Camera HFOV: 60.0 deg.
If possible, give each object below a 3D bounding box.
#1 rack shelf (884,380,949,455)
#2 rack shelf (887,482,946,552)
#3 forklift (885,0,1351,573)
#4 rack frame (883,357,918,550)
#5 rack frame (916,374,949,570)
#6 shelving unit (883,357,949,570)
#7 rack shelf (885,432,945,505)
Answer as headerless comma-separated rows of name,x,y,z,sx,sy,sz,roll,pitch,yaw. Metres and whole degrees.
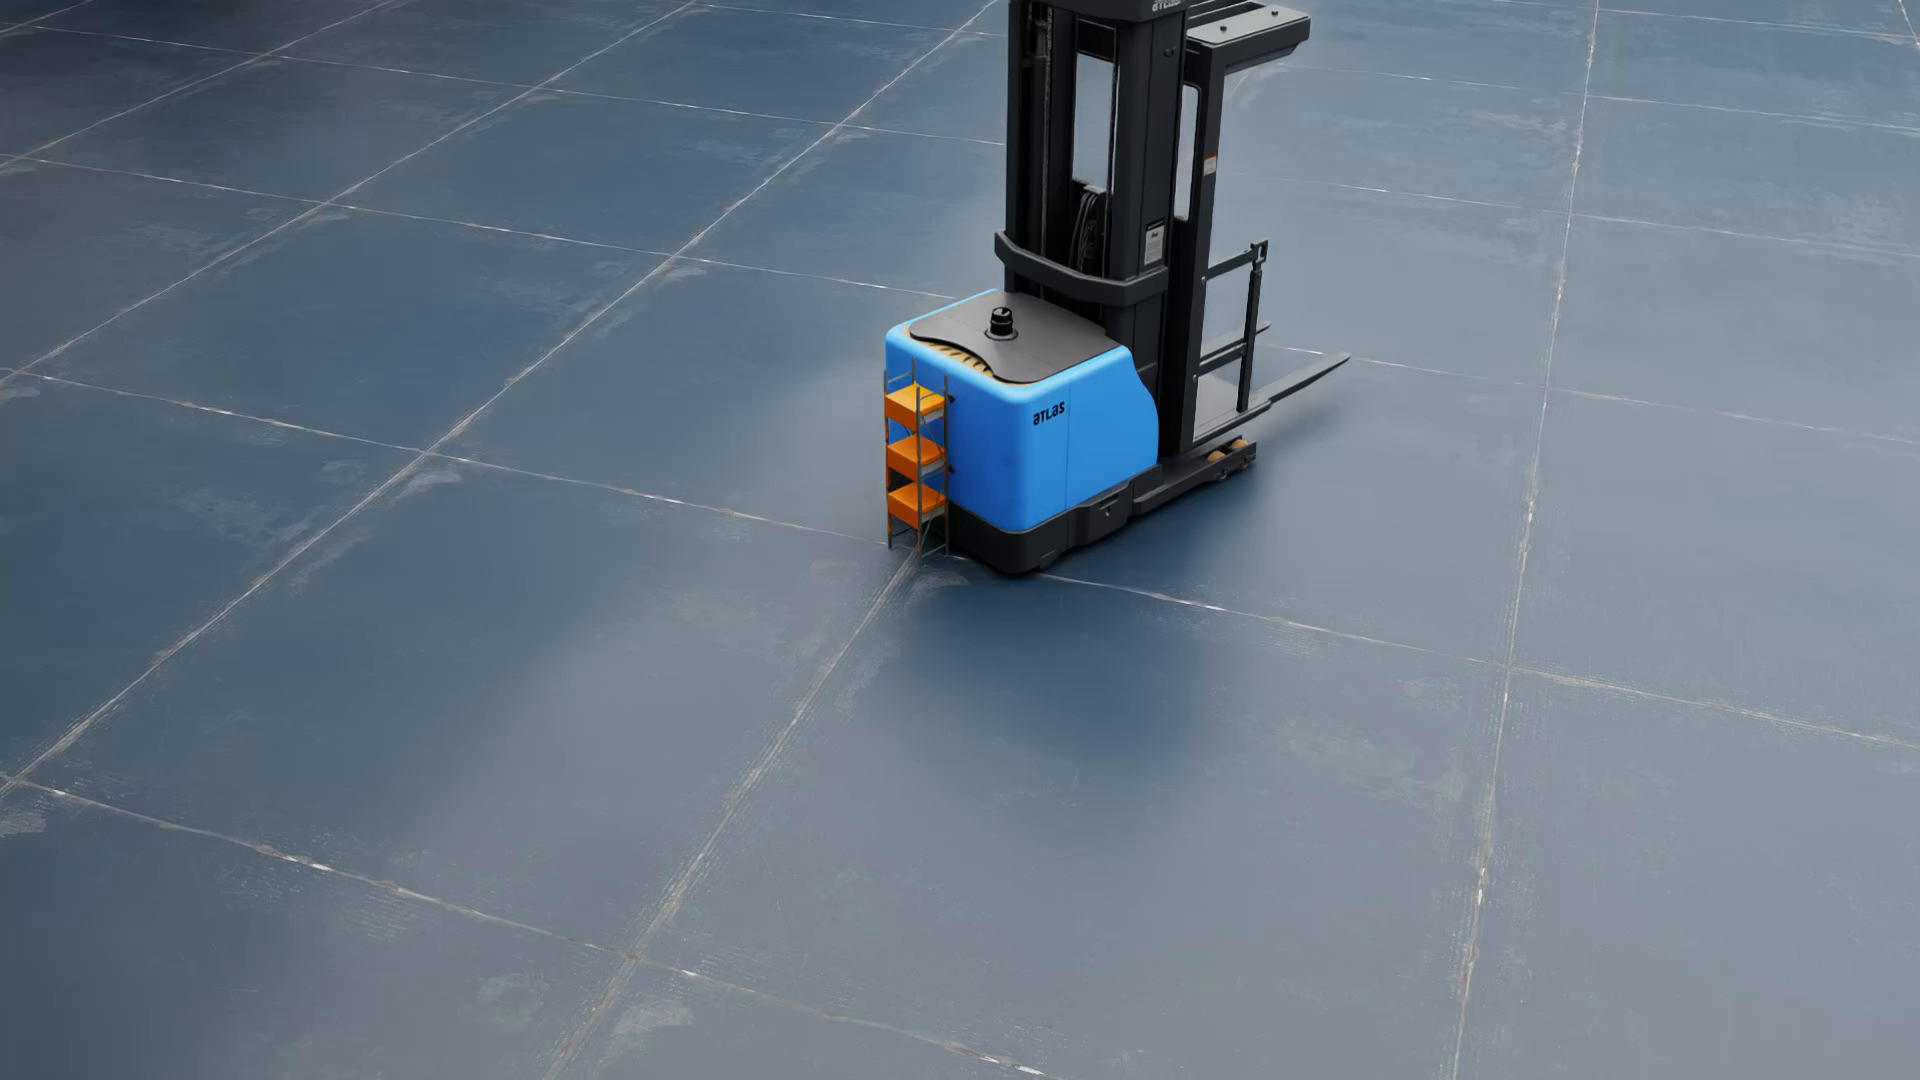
rack shelf,-0.216,-0.604,8.214,0.215,0.259,0.240,-26,41,-35
rack shelf,-0.215,-0.133,8.519,0.215,0.259,0.240,-26,41,-35
forklift,1.030,-1.744,8.748,3.031,2.935,1.130,-26,41,-35
rack frame,-0.298,-0.424,8.438,0.200,1.050,0.008,-26,41,-35
rack frame,-0.133,-0.326,8.287,0.200,1.050,0.008,-26,41,-35
shelving unit,-0.216,-0.375,8.363,0.215,1.050,0.252,-26,41,-35
rack shelf,-0.216,-0.366,8.368,0.215,0.259,0.240,-26,41,-35
